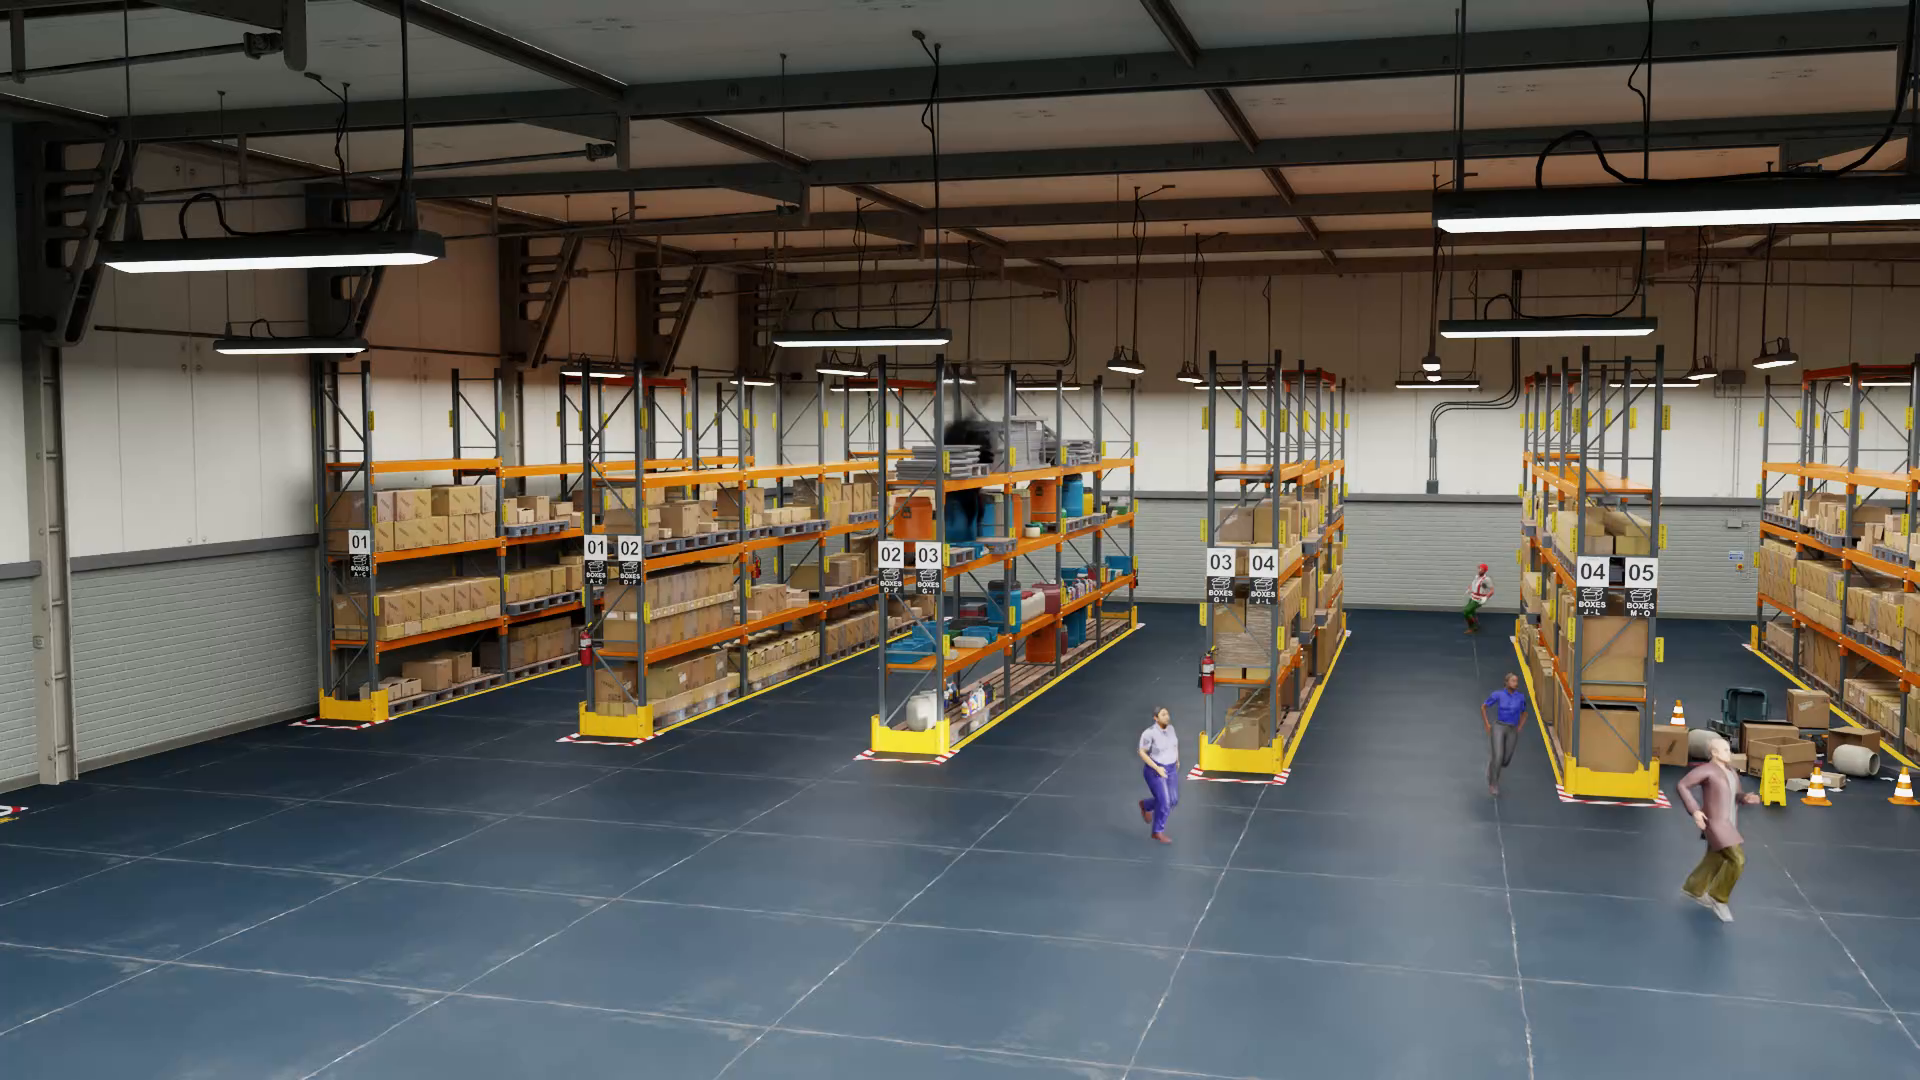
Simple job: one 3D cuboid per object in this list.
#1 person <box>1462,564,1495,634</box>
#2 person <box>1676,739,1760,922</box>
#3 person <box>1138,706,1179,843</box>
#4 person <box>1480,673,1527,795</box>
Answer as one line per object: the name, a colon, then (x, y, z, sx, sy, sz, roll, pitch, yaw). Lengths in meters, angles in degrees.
person: (12.064, 1.383, 38.913, 0.657, 1.690, 0.761, 0, 4, 0)
person: (7.675, 2.920, 16.818, 0.669, 1.828, 0.804, -4, 5, -41)
person: (2.356, 2.783, 19.964, 0.610, 1.625, 0.625, -3, 5, -37)
person: (7.390, 2.610, 22.588, 0.624, 1.629, 0.691, 0, 4, -2)
